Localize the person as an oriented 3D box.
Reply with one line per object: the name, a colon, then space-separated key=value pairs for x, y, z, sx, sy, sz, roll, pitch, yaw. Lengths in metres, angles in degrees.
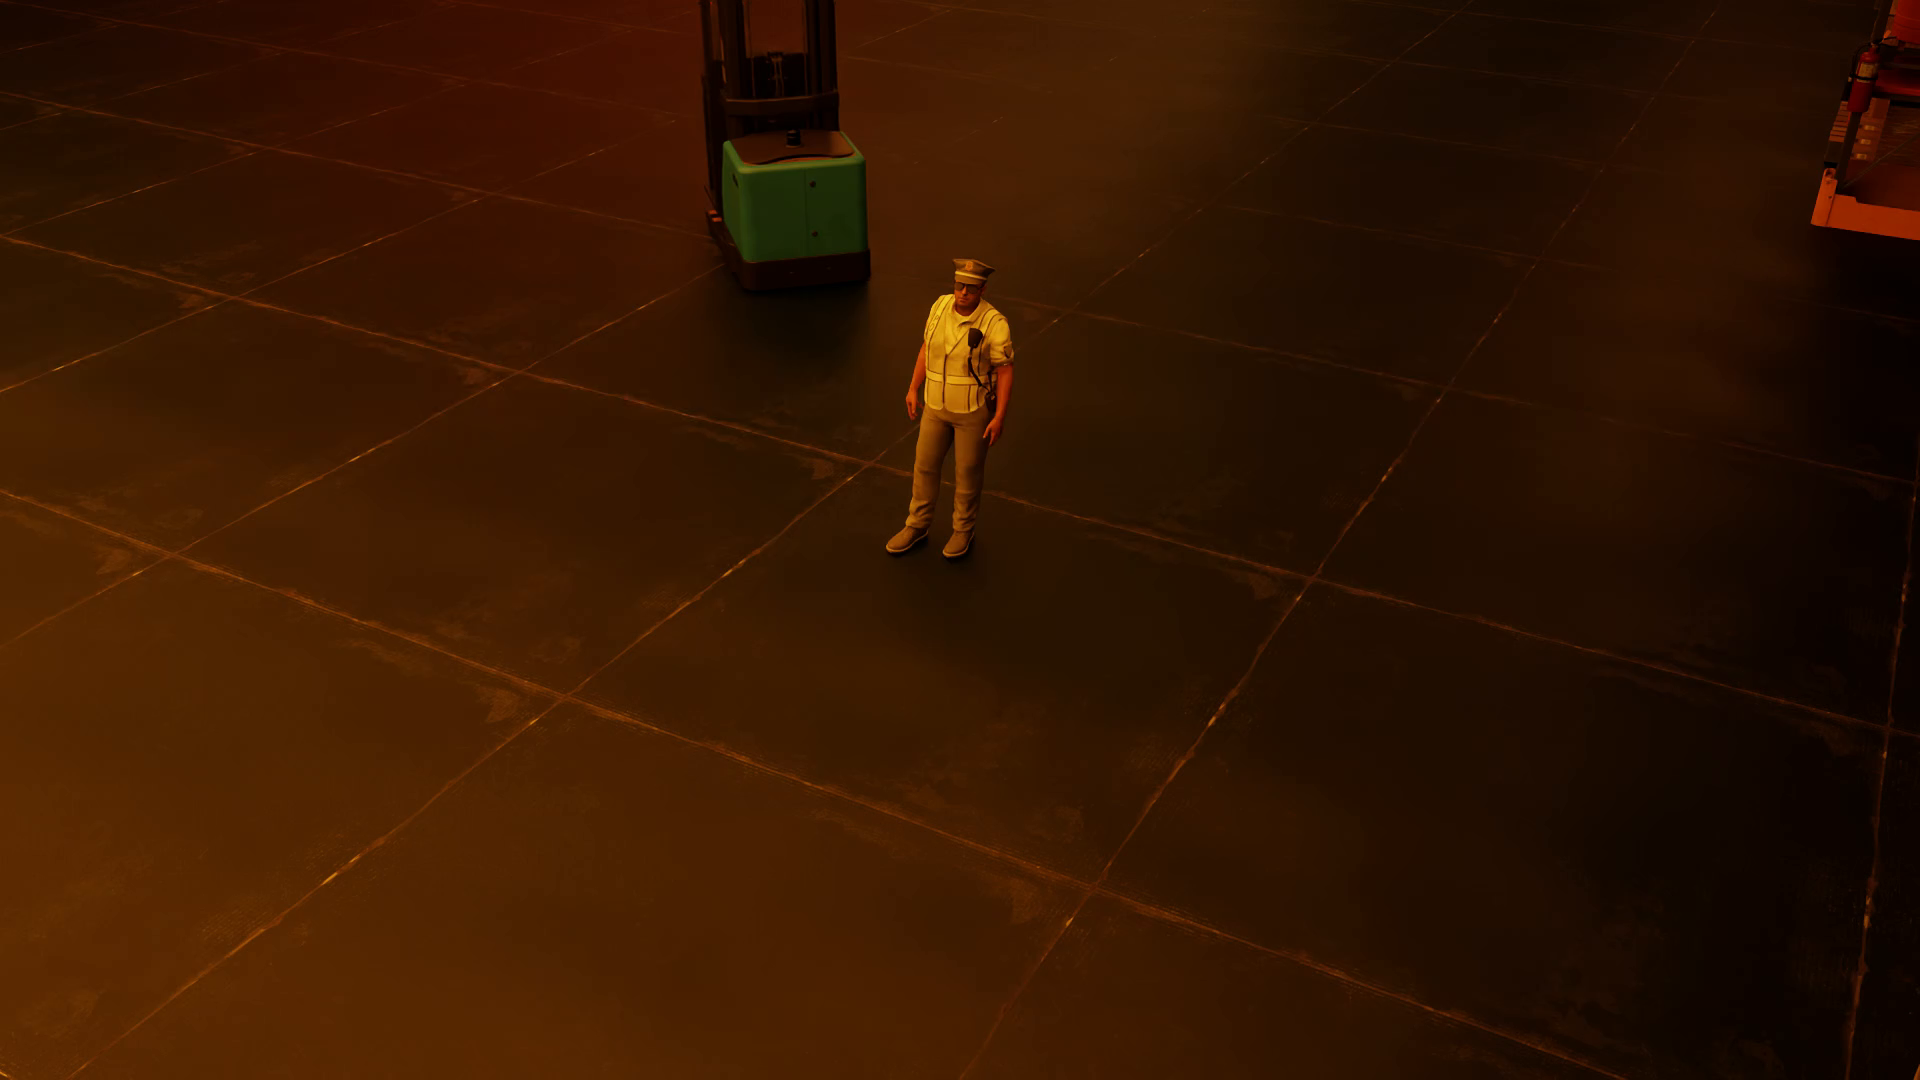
person: x=-0.048 y=-0.747 z=9.500 sx=0.640 sy=1.781 sz=0.575 roll=15 pitch=33 yaw=25

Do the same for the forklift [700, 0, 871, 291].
forklift: x=-1.631 y=-3.989 z=13.982 sx=1.130 sy=2.935 sz=3.031 roll=-8 pitch=31 yaw=-14
